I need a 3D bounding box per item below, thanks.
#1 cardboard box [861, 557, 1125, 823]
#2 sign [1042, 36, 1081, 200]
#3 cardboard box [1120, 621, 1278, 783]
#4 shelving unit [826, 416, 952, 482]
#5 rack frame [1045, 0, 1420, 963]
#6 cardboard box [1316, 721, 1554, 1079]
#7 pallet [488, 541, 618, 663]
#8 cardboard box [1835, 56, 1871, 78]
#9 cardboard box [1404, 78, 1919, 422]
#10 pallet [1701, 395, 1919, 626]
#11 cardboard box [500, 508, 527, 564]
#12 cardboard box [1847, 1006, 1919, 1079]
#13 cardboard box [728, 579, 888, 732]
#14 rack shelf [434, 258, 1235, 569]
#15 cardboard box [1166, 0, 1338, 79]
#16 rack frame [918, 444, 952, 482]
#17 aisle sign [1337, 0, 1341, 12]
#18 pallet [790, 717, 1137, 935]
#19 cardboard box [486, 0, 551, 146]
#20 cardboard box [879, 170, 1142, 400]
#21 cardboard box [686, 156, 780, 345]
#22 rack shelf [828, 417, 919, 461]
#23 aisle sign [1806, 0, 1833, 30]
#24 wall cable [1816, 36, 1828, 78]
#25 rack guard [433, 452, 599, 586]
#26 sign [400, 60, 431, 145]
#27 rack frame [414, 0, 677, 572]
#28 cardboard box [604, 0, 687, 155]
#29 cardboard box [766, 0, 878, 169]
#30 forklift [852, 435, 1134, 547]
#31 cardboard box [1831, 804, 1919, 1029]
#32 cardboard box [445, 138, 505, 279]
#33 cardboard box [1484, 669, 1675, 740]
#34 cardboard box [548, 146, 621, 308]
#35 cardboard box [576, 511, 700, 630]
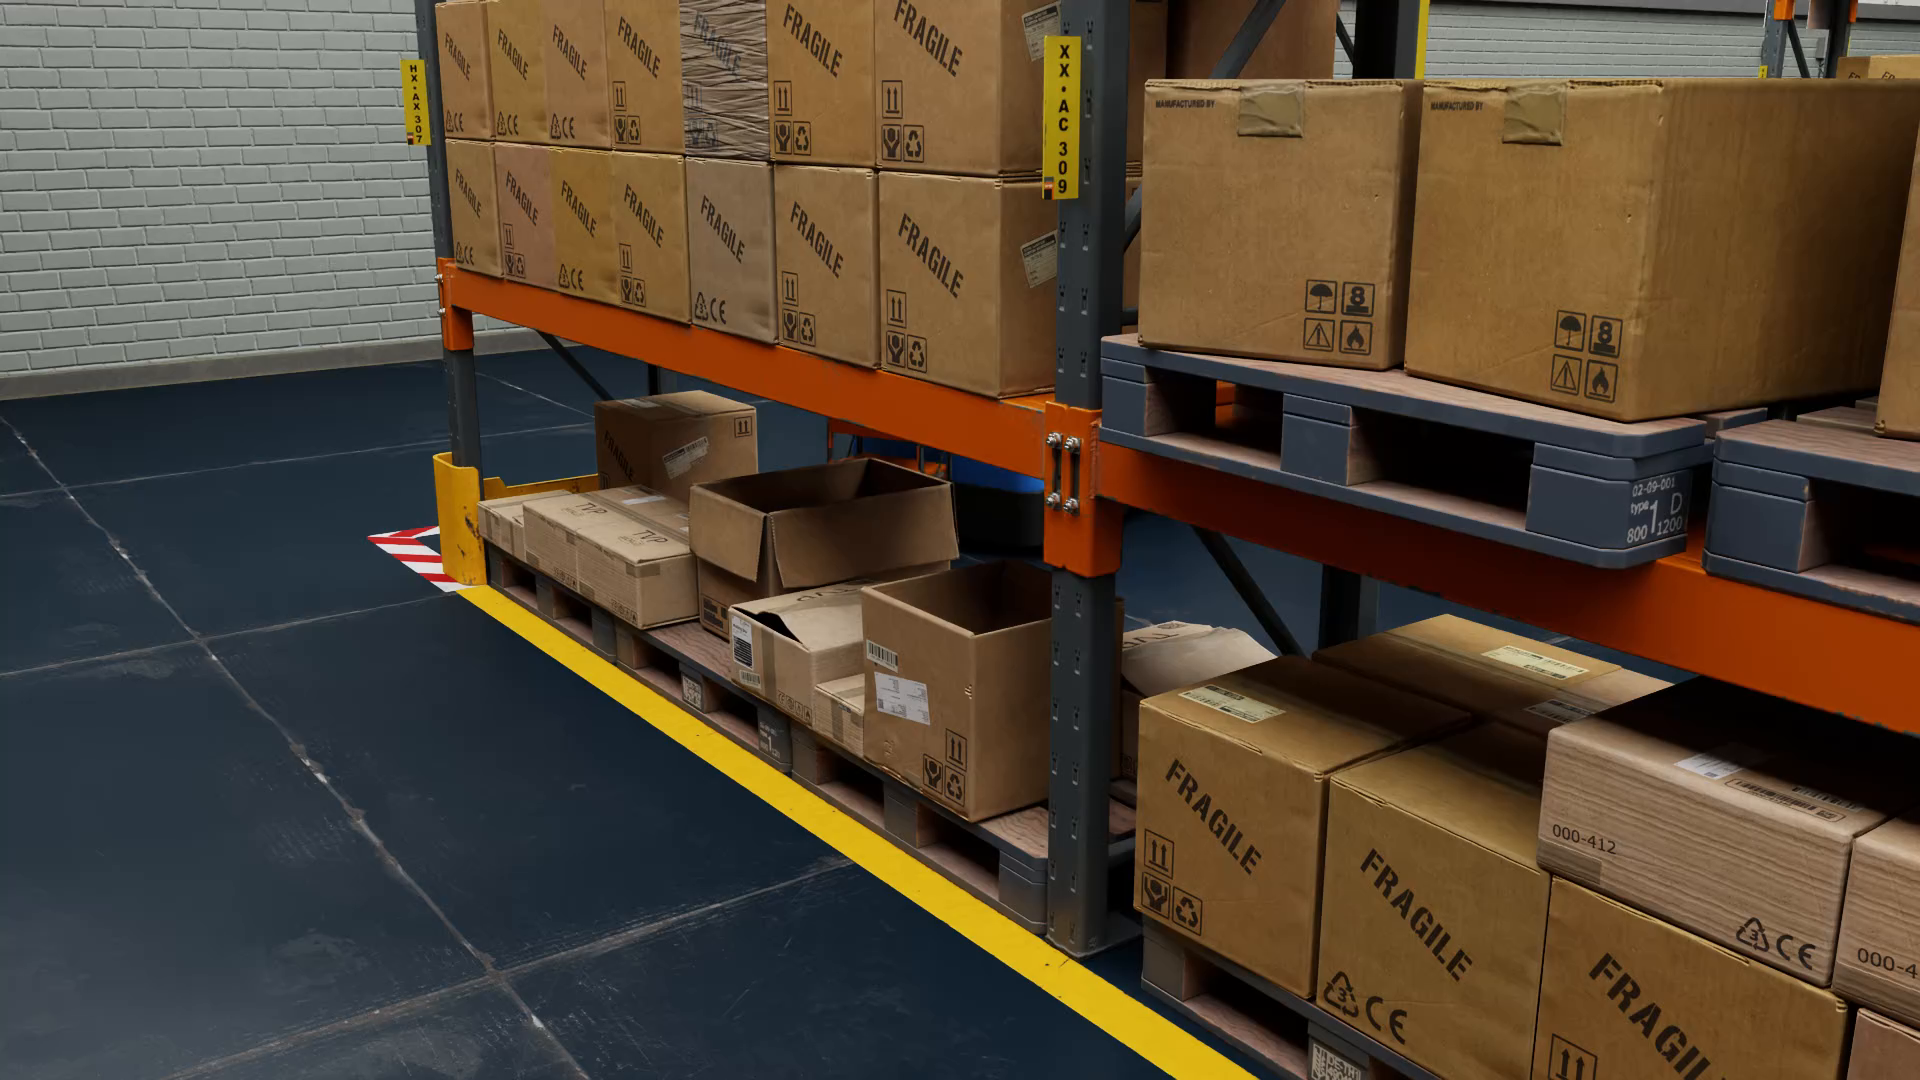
[{"bbox_3d":[0.083,0.377,4.417,0.500,0.500,0.500,-11,19,-35],"label":"cardboard box"},{"bbox_3d":[0.213,-0.870,3.434,0.100,0.325,0.005,-11,19,-35],"label":"sign"},{"bbox_3d":[0.575,0.423,4.609,0.500,0.311,0.500,-11,19,-35],"label":"cardboard box"},{"bbox_3d":[-0.309,-0.532,7.245,0.503,1.200,0.258,10,18,32],"label":"shelving unit"},{"bbox_3d":[0.647,-0.539,3.862,1.000,3.000,0.127,-11,19,-35],"label":"rack frame"},{"bbox_3d":[1.057,0.708,3.208,0.500,0.500,0.500,-11,19,-34],"label":"cardboard box"},{"bbox_3d":[-1.191,0.139,6.670,1.003,0.211,1.213,-11,19,-35],"label":"pallet"},{"bbox_3d":[6.809,-3.299,12.248,0.500,0.500,0.500,-11,19,-34],"label":"cardboard box"},{"bbox_3d":[1.200,-0.516,2.796,0.700,0.500,0.500,-8,17,-26],"label":"cardboard box"},{"bbox_3d":[1.852,-0.006,2.281,1.003,0.211,1.213,-11,19,-35],"label":"pallet"},{"bbox_3d":[-1.590,-0.042,6.582,0.380,0.166,0.250,-11,19,-35],"label":"cardboard box"},{"bbox_3d":[1.642,0.924,2.419,0.500,0.500,0.500,-12,19,-37],"label":"cardboard box"},{"bbox_3d":[-0.358,0.308,5.027,0.500,0.311,0.500,-11,19,-35],"label":"cardboard box"},{"bbox_3d":[-0.529,-0.619,5.517,1.077,0.370,4.000,-11,19,-35],"label":"rack shelf"},{"bbox_3d":[0.598,-1.213,4.244,0.500,0.500,0.500,-10,18,-33],"label":"cardboard box"},{"bbox_3d":[-0.105,-0.496,7.116,0.015,1.200,0.240,10,18,32],"label":"rack frame"},{"bbox_3d":[2.021,-3.384,9.333,0.394,0.787,0.004,-11,19,-35],"label":"aisle sign"},{"bbox_3d":[0.244,0.660,4.766,1.003,0.211,1.213,-11,19,-35],"label":"pallet"},{"bbox_3d":[-1.344,-1.677,5.938,0.500,0.500,0.500,-11,19,-34],"label":"cardboard box"},{"bbox_3d":[0.146,-0.654,4.093,0.500,0.500,0.500,-10,18,-34],"label":"cardboard box"},{"bbox_3d":[-0.463,-0.873,4.894,0.500,0.500,0.500,-10,18,-33],"label":"cardboard box"},{"bbox_3d":[-0.309,-0.467,7.263,0.480,0.148,0.258,10,18,32],"label":"rack shelf"},{"bbox_3d":[6.511,-4.245,12.481,0.394,0.787,0.004,-11,19,-35],"label":"aisle sign"},{"bbox_3d":[12.132,-6.381,23.283,0.588,1.984,0.122,-11,19,-35],"label":"wall cable"},{"bbox_3d":[-1.660,-0.171,7.253,1.175,0.500,0.348,-11,19,-35],"label":"rack guard"},{"bbox_3d":[-2.144,-1.726,6.560,0.100,0.325,0.005,-11,19,-35],"label":"sign"},{"bbox_3d":[-1.705,-1.393,6.982,1.000,3.000,0.127,-11,19,-35],"label":"rack frame"},{"bbox_3d":[-0.754,-1.461,5.149,0.500,0.500,0.500,-11,19,-35],"label":"cardboard box"},{"bbox_3d":[-0.163,-1.246,4.362,0.500,0.500,0.500,-11,19,-36],"label":"cardboard box"},{"bbox_3d":[0.718,-1.714,8.285,1.130,2.935,3.031,10,18,32],"label":"forklift"},{"bbox_3d":[1.618,0.555,2.348,0.500,0.250,0.500,-11,19,-36],"label":"cardboard box"},{"bbox_3d":[-1.657,-1.305,6.474,0.500,0.500,0.500,-10,18,-33],"label":"cardboard box"},{"bbox_3d":[1.453,0.623,3.521,0.500,0.500,0.500,-11,19,-34],"label":"cardboard box"},{"bbox_3d":[-1.057,-1.088,5.681,0.500,0.500,0.500,-11,19,-35],"label":"cardboard box"},{"bbox_3d":[-1.027,0.095,5.922,0.500,0.250,0.500,-11,19,-35],"label":"cardboard box"}]
